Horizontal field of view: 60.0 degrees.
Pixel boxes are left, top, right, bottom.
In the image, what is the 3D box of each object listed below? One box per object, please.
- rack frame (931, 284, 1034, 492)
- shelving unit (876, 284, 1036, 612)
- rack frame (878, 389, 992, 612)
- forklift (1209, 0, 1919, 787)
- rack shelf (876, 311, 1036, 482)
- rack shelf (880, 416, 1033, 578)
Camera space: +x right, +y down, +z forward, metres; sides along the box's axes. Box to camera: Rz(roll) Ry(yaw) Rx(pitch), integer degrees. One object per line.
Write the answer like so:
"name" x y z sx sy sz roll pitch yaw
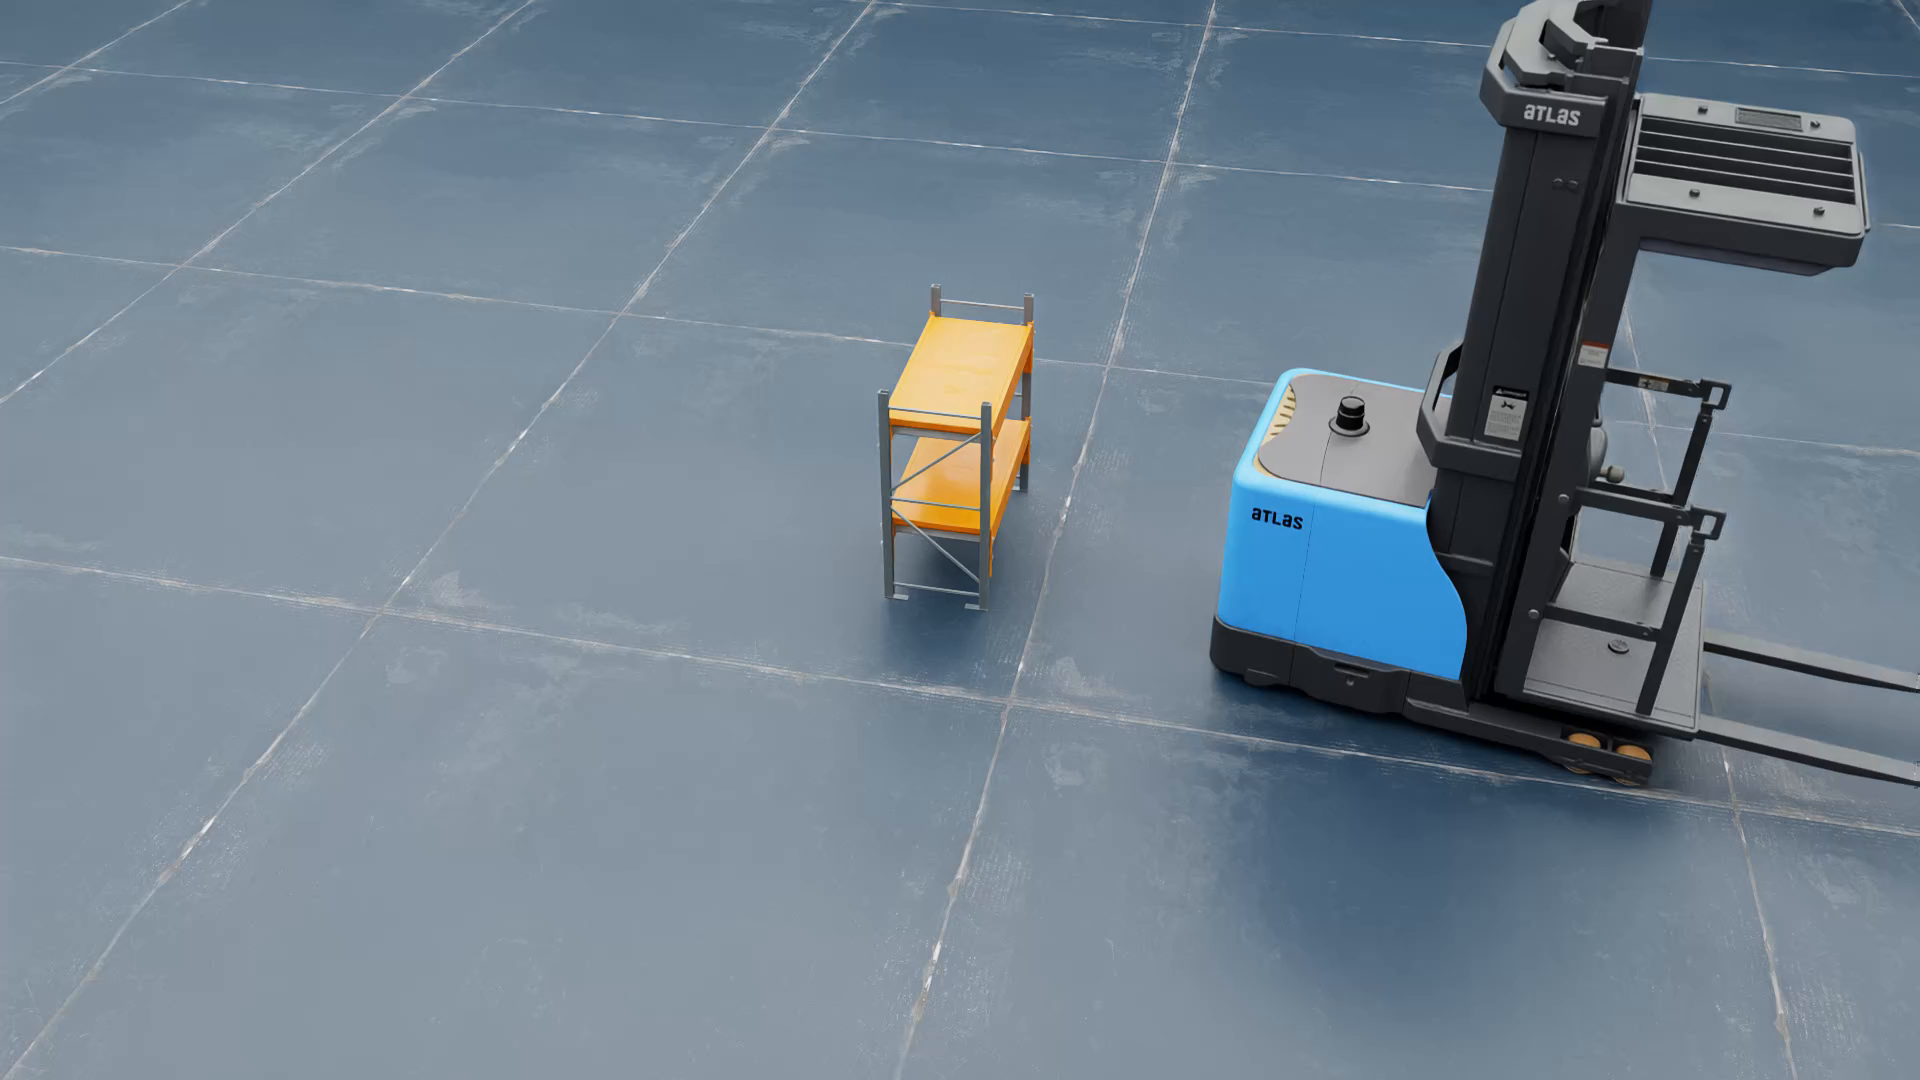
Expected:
"rack frame" 0.107 -0.743 8.317 0.500 1.125 0.032 7 37 10
"shelving unit" -0.001 -0.452 7.915 0.538 1.125 1.048 7 37 10
"rack frame" -0.110 -0.160 7.512 0.500 1.125 0.032 7 37 10
"forklift" 2.681 -0.530 6.484 3.031 2.935 1.130 13 38 17
"rack shelf" -0.001 -0.689 7.743 0.538 0.278 1.000 7 37 10
"rack shelf" -0.001 -0.254 8.058 0.538 0.278 1.000 7 37 10
